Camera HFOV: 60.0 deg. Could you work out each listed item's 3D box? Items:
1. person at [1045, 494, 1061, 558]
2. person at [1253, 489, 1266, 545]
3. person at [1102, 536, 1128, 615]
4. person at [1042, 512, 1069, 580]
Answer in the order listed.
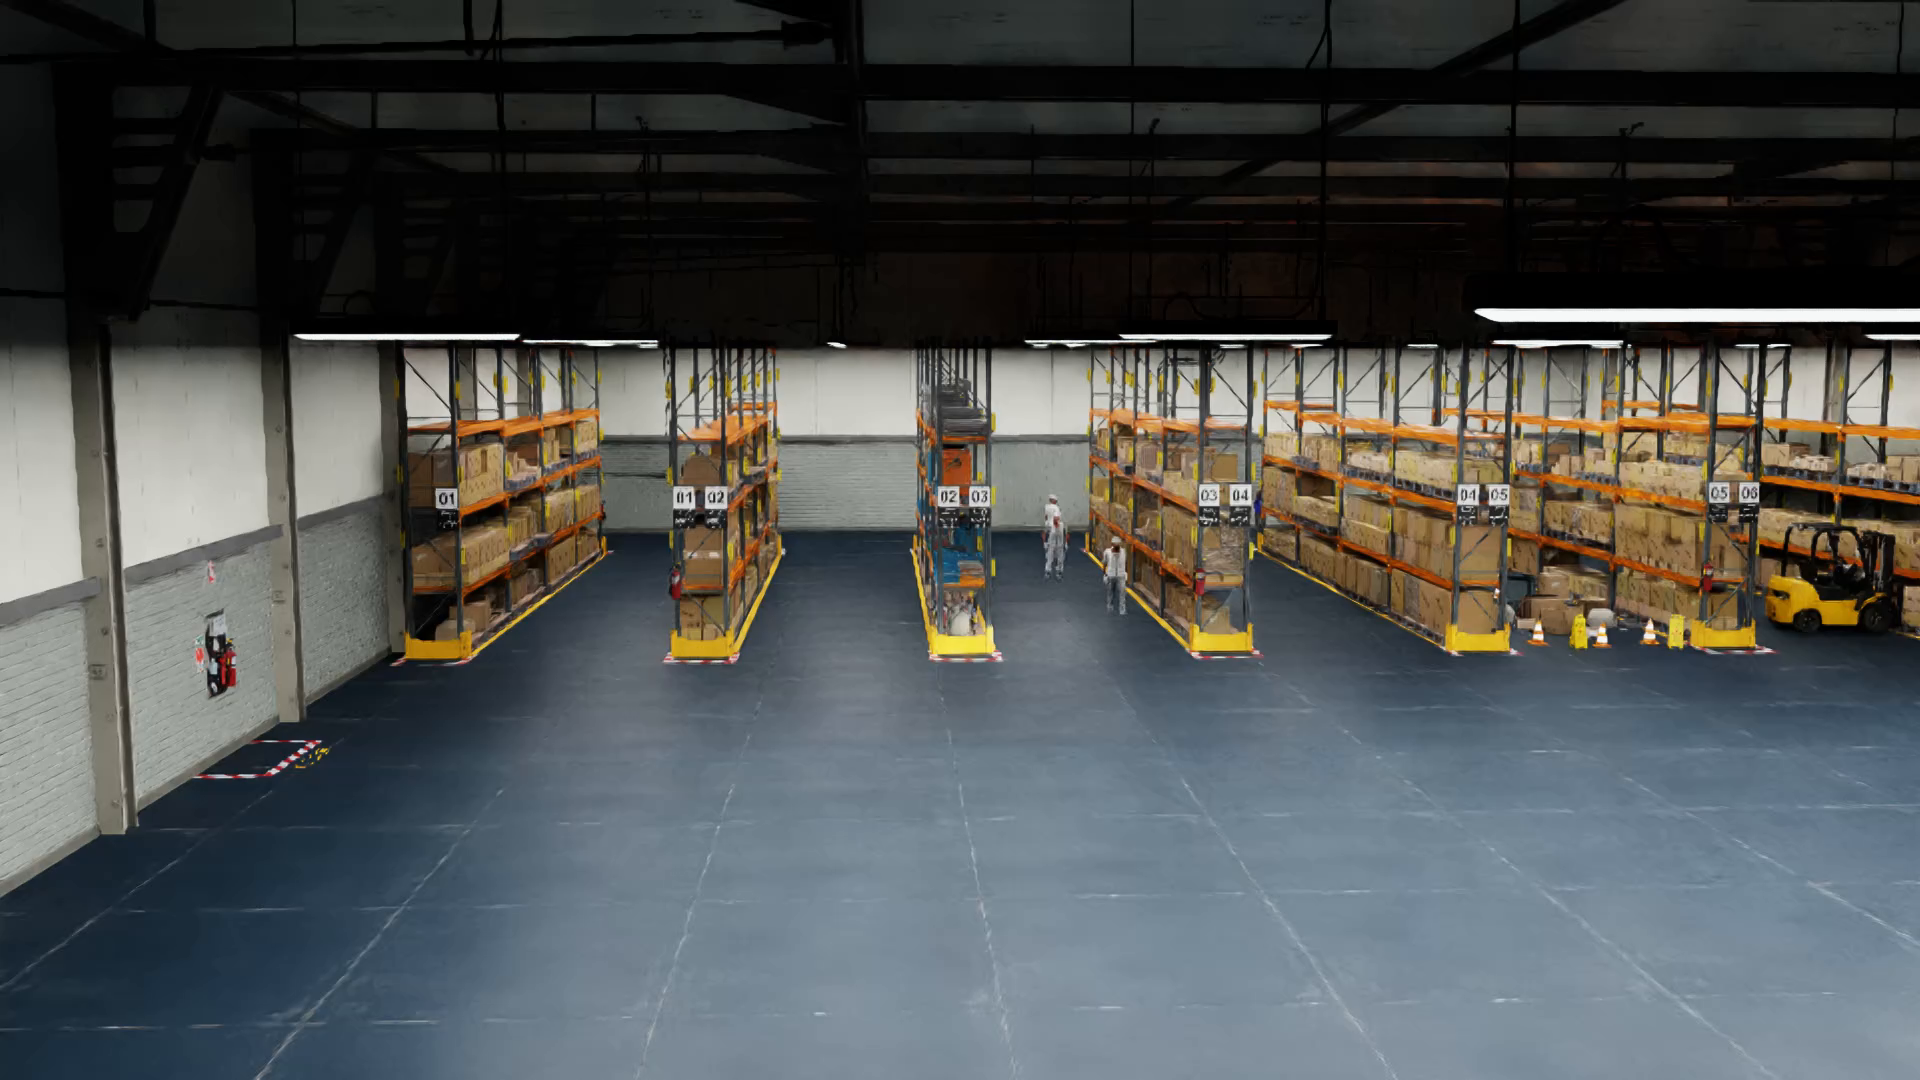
[{"bbox_3d":[2.610,-0.391,45.971,0.456,1.768,0.628,-4,8,-31],"label":"person"},{"bbox_3d":[8.928,-0.671,49.003,0.430,1.650,0.623,-4,8,-33],"label":"person"},{"bbox_3d":[3.383,0.751,36.182,0.568,1.703,1.106,0,6,0],"label":"person"},{"bbox_3d":[2.390,0.148,41.566,0.677,1.742,0.552,-1,7,-5],"label":"person"}]
